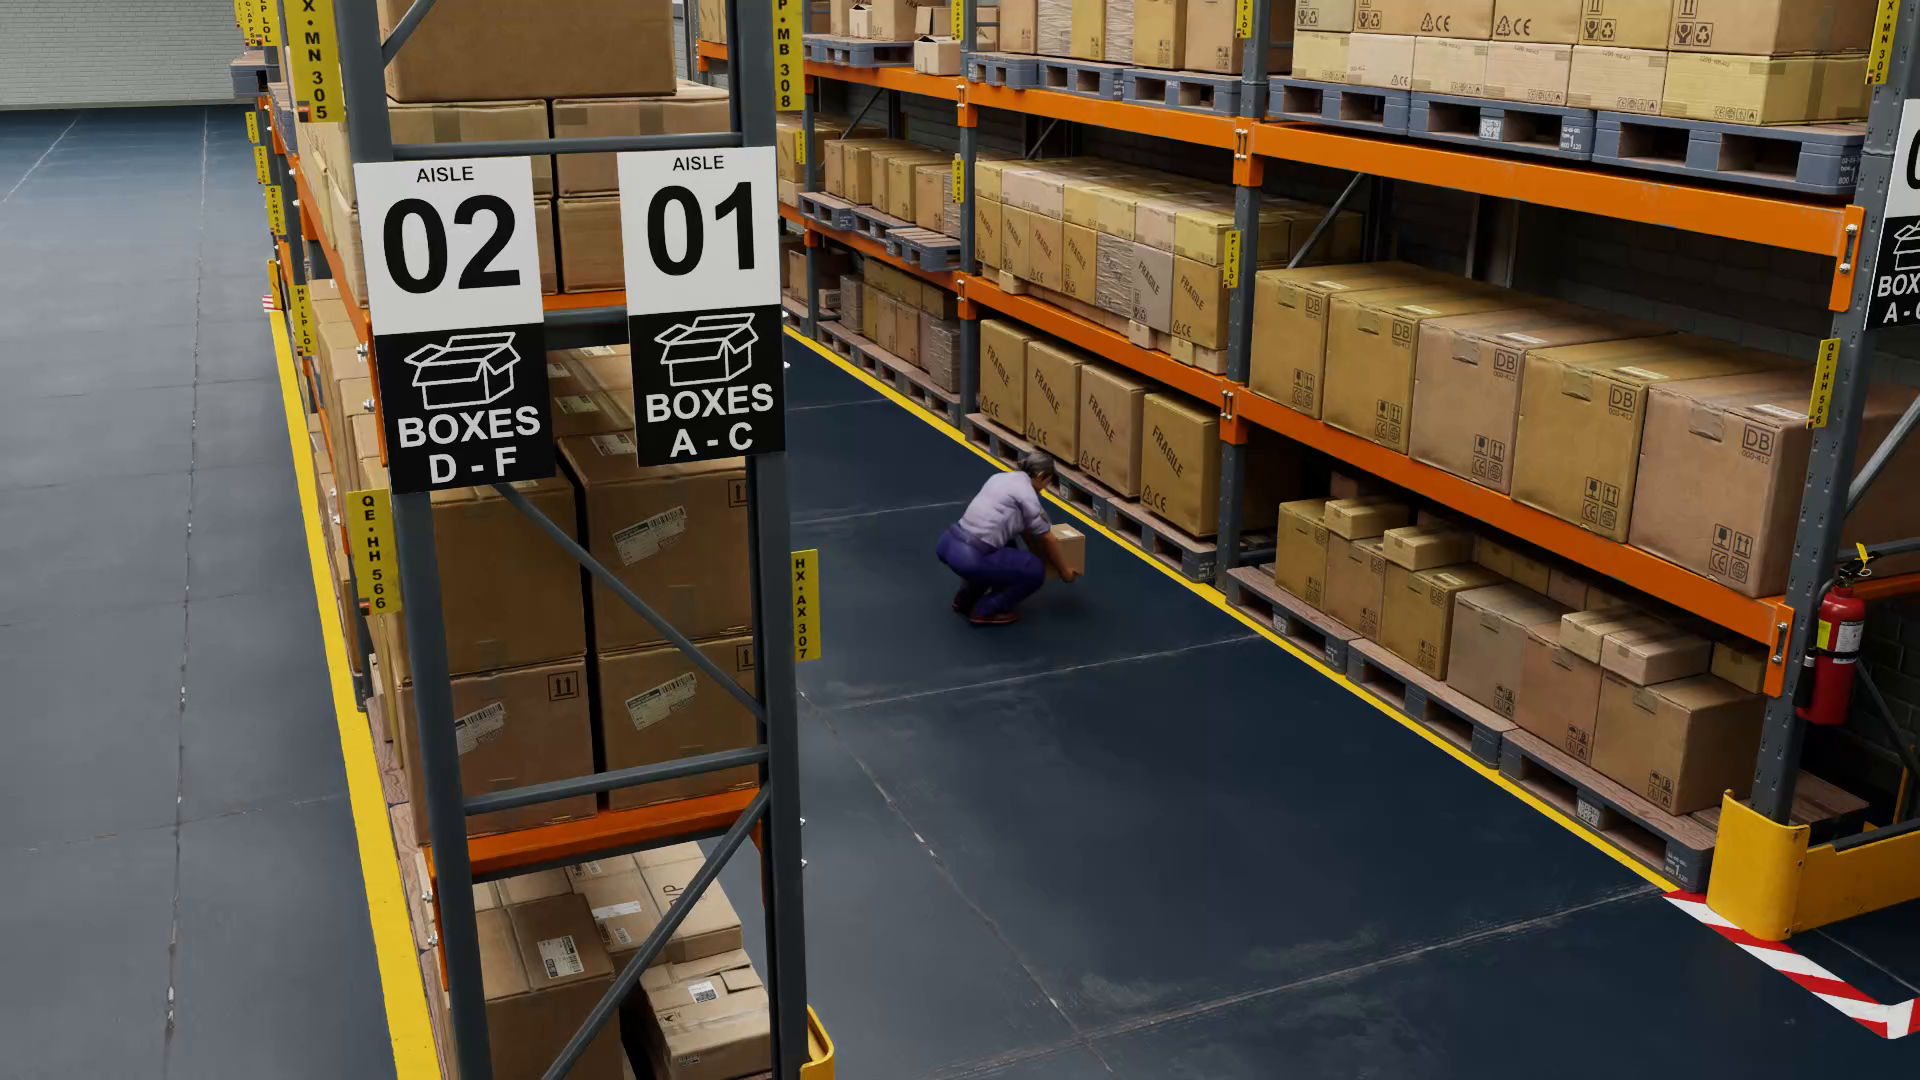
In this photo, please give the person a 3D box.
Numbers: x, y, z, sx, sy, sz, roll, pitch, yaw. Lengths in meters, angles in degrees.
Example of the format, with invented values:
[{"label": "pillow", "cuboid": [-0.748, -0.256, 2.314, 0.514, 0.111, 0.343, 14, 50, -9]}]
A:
[{"label": "person", "cuboid": [0.271, -0.018, 9.749, 0.836, 0.944, 0.516, -8, 21, -23]}]
